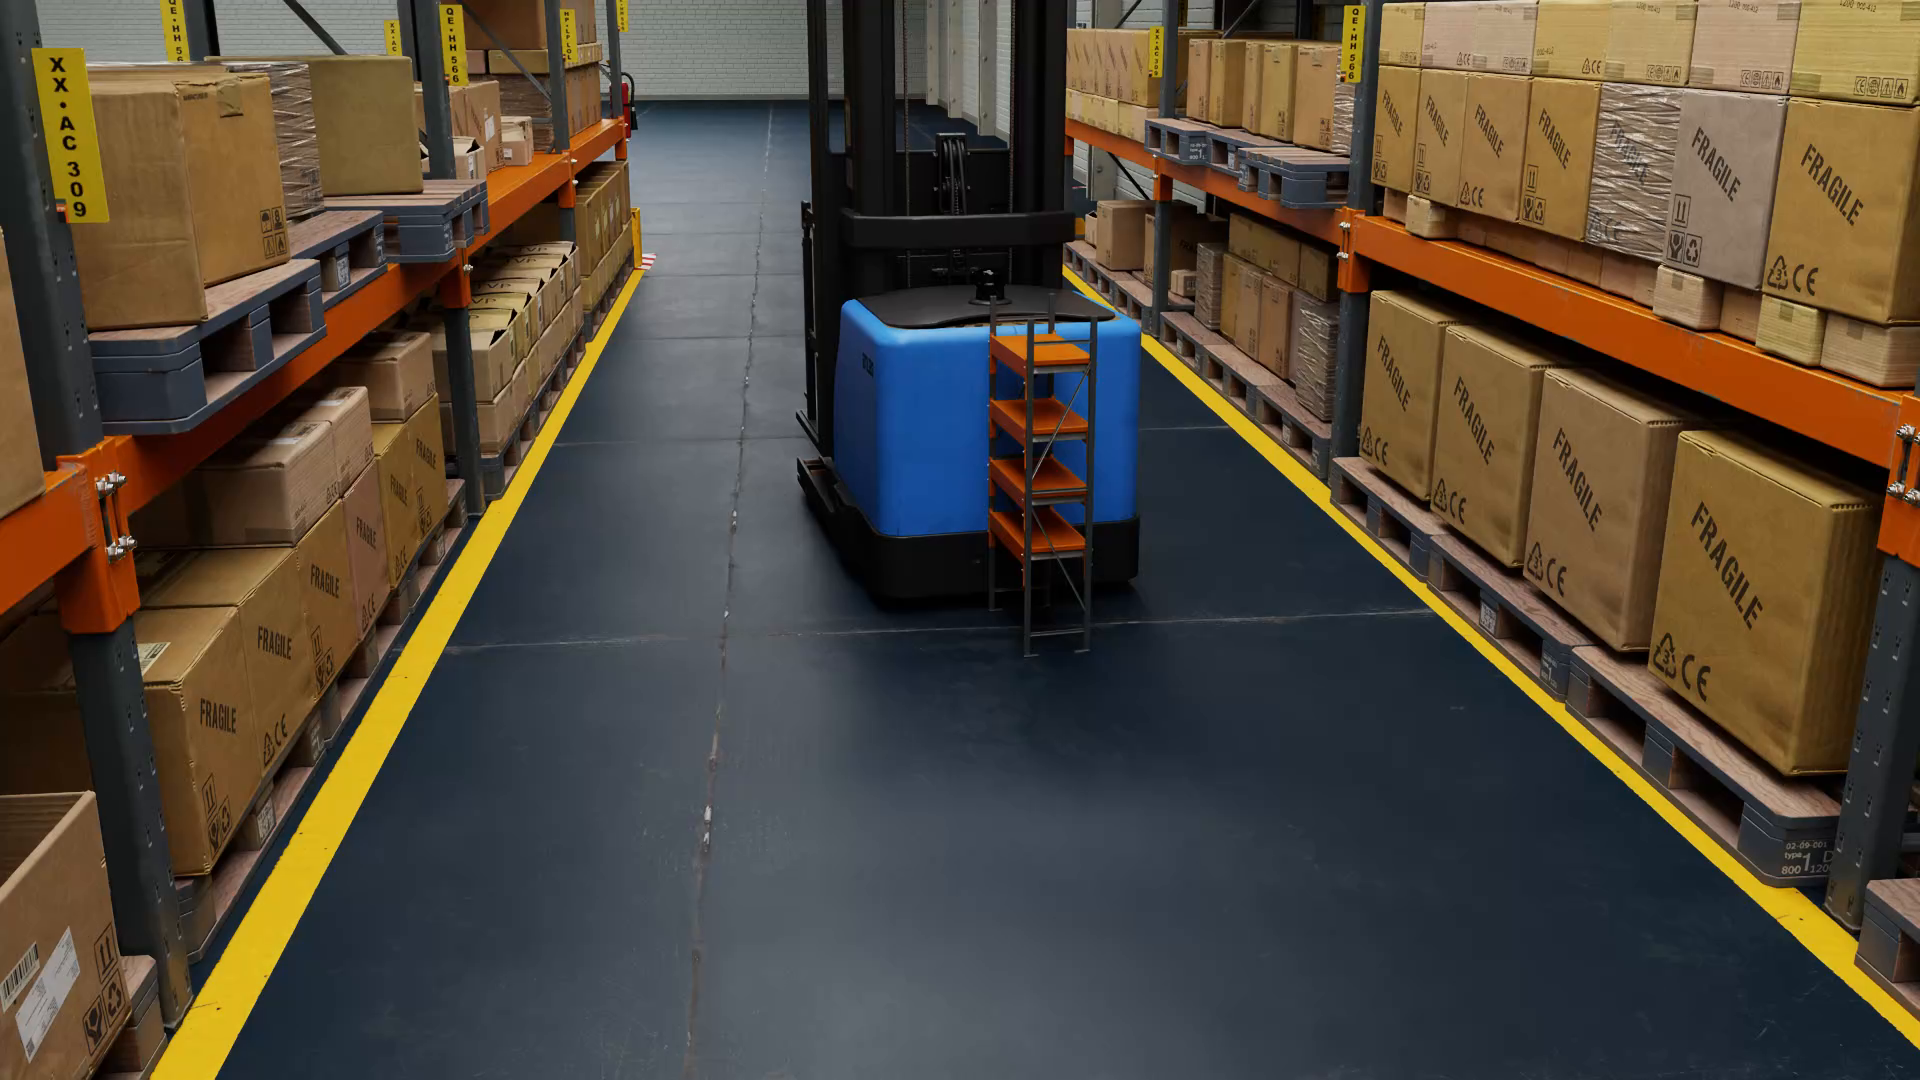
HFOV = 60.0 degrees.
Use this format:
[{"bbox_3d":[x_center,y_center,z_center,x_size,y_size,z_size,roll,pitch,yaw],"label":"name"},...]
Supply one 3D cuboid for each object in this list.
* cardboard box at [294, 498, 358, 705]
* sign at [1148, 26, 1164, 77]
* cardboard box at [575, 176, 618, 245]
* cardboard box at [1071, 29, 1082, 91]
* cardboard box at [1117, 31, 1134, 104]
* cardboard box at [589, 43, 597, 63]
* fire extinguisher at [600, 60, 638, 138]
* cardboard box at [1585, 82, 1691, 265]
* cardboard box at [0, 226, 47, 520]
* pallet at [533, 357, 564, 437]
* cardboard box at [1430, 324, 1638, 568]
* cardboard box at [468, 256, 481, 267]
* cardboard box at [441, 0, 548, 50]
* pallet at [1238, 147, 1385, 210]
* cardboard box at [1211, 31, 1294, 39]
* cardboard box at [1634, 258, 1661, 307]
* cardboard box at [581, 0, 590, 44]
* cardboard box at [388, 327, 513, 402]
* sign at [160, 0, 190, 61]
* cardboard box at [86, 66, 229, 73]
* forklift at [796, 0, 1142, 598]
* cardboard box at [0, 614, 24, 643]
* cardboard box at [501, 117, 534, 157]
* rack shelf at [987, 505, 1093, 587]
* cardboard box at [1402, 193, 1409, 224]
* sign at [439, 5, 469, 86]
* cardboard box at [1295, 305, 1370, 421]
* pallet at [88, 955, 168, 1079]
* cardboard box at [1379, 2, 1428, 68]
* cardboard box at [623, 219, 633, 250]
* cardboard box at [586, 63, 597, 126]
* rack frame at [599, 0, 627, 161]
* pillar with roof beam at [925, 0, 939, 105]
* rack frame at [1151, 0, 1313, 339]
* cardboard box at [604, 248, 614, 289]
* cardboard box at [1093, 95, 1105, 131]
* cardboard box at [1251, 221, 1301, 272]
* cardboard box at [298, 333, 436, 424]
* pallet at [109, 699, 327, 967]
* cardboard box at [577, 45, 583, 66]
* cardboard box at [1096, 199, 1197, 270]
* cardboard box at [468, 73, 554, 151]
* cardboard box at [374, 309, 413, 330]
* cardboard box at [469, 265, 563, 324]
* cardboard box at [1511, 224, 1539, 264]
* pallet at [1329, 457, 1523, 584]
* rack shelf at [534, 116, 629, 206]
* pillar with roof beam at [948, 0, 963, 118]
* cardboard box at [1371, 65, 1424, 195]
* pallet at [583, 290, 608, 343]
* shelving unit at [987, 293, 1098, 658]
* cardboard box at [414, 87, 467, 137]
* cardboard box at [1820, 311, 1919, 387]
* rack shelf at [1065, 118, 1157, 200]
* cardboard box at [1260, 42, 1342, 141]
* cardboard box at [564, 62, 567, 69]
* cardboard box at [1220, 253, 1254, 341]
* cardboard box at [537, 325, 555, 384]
[{"bbox_3d":[-2.162,0.183,5.024,0.500,0.500,0.500,-2,17,-5],"label":"cardboard box"},{"bbox_3d":[1.318,-3.272,11.145,0.100,0.325,0.005,-2,18,-6],"label":"sign"},{"bbox_3d":[-2.963,-2.565,12.976,0.500,0.500,0.500,-2,18,-6],"label":"cardboard box"},{"bbox_3d":[1.236,-4.066,14.086,0.500,0.500,0.500,-2,18,-5],"label":"cardboard box"},{"bbox_3d":[1.444,-3.453,12.134,0.500,0.500,0.500,-2,18,-6],"label":"cardboard box"},{"bbox_3d":[-3.199,-4.010,13.694,0.380,0.149,0.250,-2,18,-6],"label":"cardboard box"},{"bbox_3d":[-3.033,-3.928,14.810,0.296,0.674,0.183,-2,18,-6],"label":"fire extinguisher"},{"bbox_3d":[2.278,-1.125,5.055,0.500,0.500,0.500,-2,18,-6],"label":"cardboard box"},{"bbox_3d":[-1.938,-0.247,2.789,0.500,0.500,0.500,-1,17,-5],"label":"cardboard box"},{"bbox_3d":[-2.826,-0.811,9.407,1.003,0.211,1.213,-2,18,-6],"label":"pallet"},{"bbox_3d":[2.299,-0.376,6.256,0.750,0.750,0.750,-2,18,-6],"label":"cardboard box"},{"bbox_3d":[-3.229,-1.600,10.217,0.500,0.311,0.500,-2,18,-6],"label":"cardboard box"},{"bbox_3d":[-3.122,-3.522,11.056,0.700,0.500,0.500,-2,18,-5],"label":"cardboard box"},{"bbox_3d":[2.090,-1.804,8.234,1.213,0.211,1.003,-2,18,-6],"label":"pallet"},{"bbox_3d":[2.016,-3.320,11.709,0.500,0.500,0.500,-2,18,-7],"label":"cardboard box"},{"bbox_3d":[2.289,-0.781,5.042,0.380,0.149,0.250,-2,18,-6],"label":"cardboard box"},{"bbox_3d":[-3.382,-4.270,13.438,0.700,0.500,0.500,-2,18,-7],"label":"cardboard box"},{"bbox_3d":[-2.419,-0.853,7.840,0.500,0.311,0.500,-1,17,-4],"label":"cardboard box"},{"bbox_3d":[-3.209,-2.066,6.818,0.100,0.325,0.005,-2,18,-6],"label":"sign"},{"bbox_3d":[-2.488,-1.113,4.845,0.700,0.500,0.500,-6,19,-20],"label":"cardboard box"},{"bbox_3d":[-0.149,-1.581,7.321,1.130,2.935,3.031,-4,18,-13],"label":"forklift"},{"bbox_3d":[-2.581,0.504,4.001,0.500,0.500,0.500,-2,18,-6],"label":"cardboard box"},{"bbox_3d":[-2.976,-2.507,10.404,0.500,0.250,0.500,-1,17,-2],"label":"cardboard box"},{"bbox_3d":[0.283,0.015,6.012,0.258,0.148,0.480,-4,18,-13],"label":"rack shelf"},{"bbox_3d":[2.090,-1.395,6.999,0.380,0.149,0.250,-2,17,-5],"label":"cardboard box"},{"bbox_3d":[-2.118,-2.066,6.950,0.100,0.325,0.005,-2,18,-6],"label":"sign"},{"bbox_3d":[2.143,-0.916,8.526,0.700,0.500,0.500,-2,17,-5],"label":"cardboard box"},{"bbox_3d":[-2.175,1.195,3.019,1.003,0.211,1.213,-2,18,-6],"label":"pallet"},{"bbox_3d":[2.063,-2.091,6.881,0.500,0.250,0.500,-1,17,-4],"label":"cardboard box"},{"bbox_3d":[-3.133,-2.653,14.510,0.500,0.250,0.500,-2,18,-6],"label":"cardboard box"},{"bbox_3d":[-3.388,-3.667,13.684,0.700,0.500,0.500,-1,17,-4],"label":"cardboard box"},{"bbox_3d":[-3.482,-3.915,14.641,1.000,3.000,0.127,-2,18,-6],"label":"rack frame"},{"bbox_3d":[-4.999,-15.555,41.700,9.100,9.000,0.400,-2,18,-6],"label":"pillar with roof beam"},{"bbox_3d":[1.857,-2.878,11.336,1.000,3.000,0.127,-2,18,-6],"label":"rack frame"},{"bbox_3d":[-2.909,-2.058,12.614,0.500,0.250,0.500,-2,18,-6],"label":"cardboard box"},{"bbox_3d":[1.343,-3.395,13.202,0.500,0.250,0.500,-2,18,-5],"label":"cardboard box"},{"bbox_3d":[2.056,-1.748,9.924,0.500,0.250,0.500,-2,18,-7],"label":"cardboard box"},{"bbox_3d":[-2.317,-0.619,6.327,0.500,0.250,0.500,-1,17,-4],"label":"cardboard box"},{"bbox_3d":[-2.366,0.749,4.439,1.003,0.211,1.213,-2,18,-6],"label":"pallet"},{"bbox_3d":[-3.091,-3.703,12.713,0.380,0.149,0.250,-2,18,-6],"label":"cardboard box"},{"bbox_3d":[1.511,-2.488,13.533,0.700,0.500,0.500,-3,18,-9],"label":"cardboard box"},{"bbox_3d":[-3.122,-2.903,11.250,0.700,0.500,0.500,-2,18,-7],"label":"cardboard box"},{"bbox_3d":[-3.016,-0.991,8.279,0.500,0.311,0.500,-2,18,-6],"label":"cardboard box"},{"bbox_3d":[-2.634,-1.464,9.787,0.500,0.311,0.500,-2,18,-6],"label":"cardboard box"},{"bbox_3d":[2.234,-1.088,6.021,0.380,0.149,0.250,-2,17,-5],"label":"cardboard box"},{"bbox_3d":[2.276,-0.118,7.202,1.003,0.211,1.213,-2,18,-6],"label":"pallet"},{"bbox_3d":[-3.276,-2.976,12.850,1.077,0.370,4.000,-2,18,-6],"label":"rack shelf"},{"bbox_3d":[-4.380,-13.767,36.006,9.100,9.000,0.400,-2,18,-6],"label":"pillar with roof beam"},{"bbox_3d":[2.065,-1.733,6.991,0.500,0.500,0.500,-1,17,-4],"label":"cardboard box"},{"bbox_3d":[-3.110,-1.632,12.021,1.003,0.211,1.213,-2,18,-6],"label":"pallet"},{"bbox_3d":[0.283,-0.238,5.933,0.258,1.200,0.503,-4,18,-13],"label":"shelving unit"},{"bbox_3d":[-2.847,-2.079,8.624,0.500,0.500,0.500,-3,18,-9],"label":"cardboard box"},{"bbox_3d":[2.366,-0.476,4.071,0.380,0.149,0.250,-2,18,-5],"label":"cardboard box"},{"bbox_3d":[1.651,-3.130,13.341,1.077,0.370,4.000,-2,18,-6],"label":"rack shelf"},{"bbox_3d":[2.061,-2.454,9.084,0.700,0.500,0.500,-2,18,-6],"label":"cardboard box"},{"bbox_3d":[-2.988,-3.397,11.738,0.380,0.149,0.250,-2,18,-6],"label":"cardboard box"},{"bbox_3d":[2.053,-1.524,10.462,0.700,0.500,0.500,-2,18,-7],"label":"cardboard box"},{"bbox_3d":[-2.584,-1.043,9.380,0.500,0.250,0.500,-1,17,-5],"label":"cardboard box"}]
